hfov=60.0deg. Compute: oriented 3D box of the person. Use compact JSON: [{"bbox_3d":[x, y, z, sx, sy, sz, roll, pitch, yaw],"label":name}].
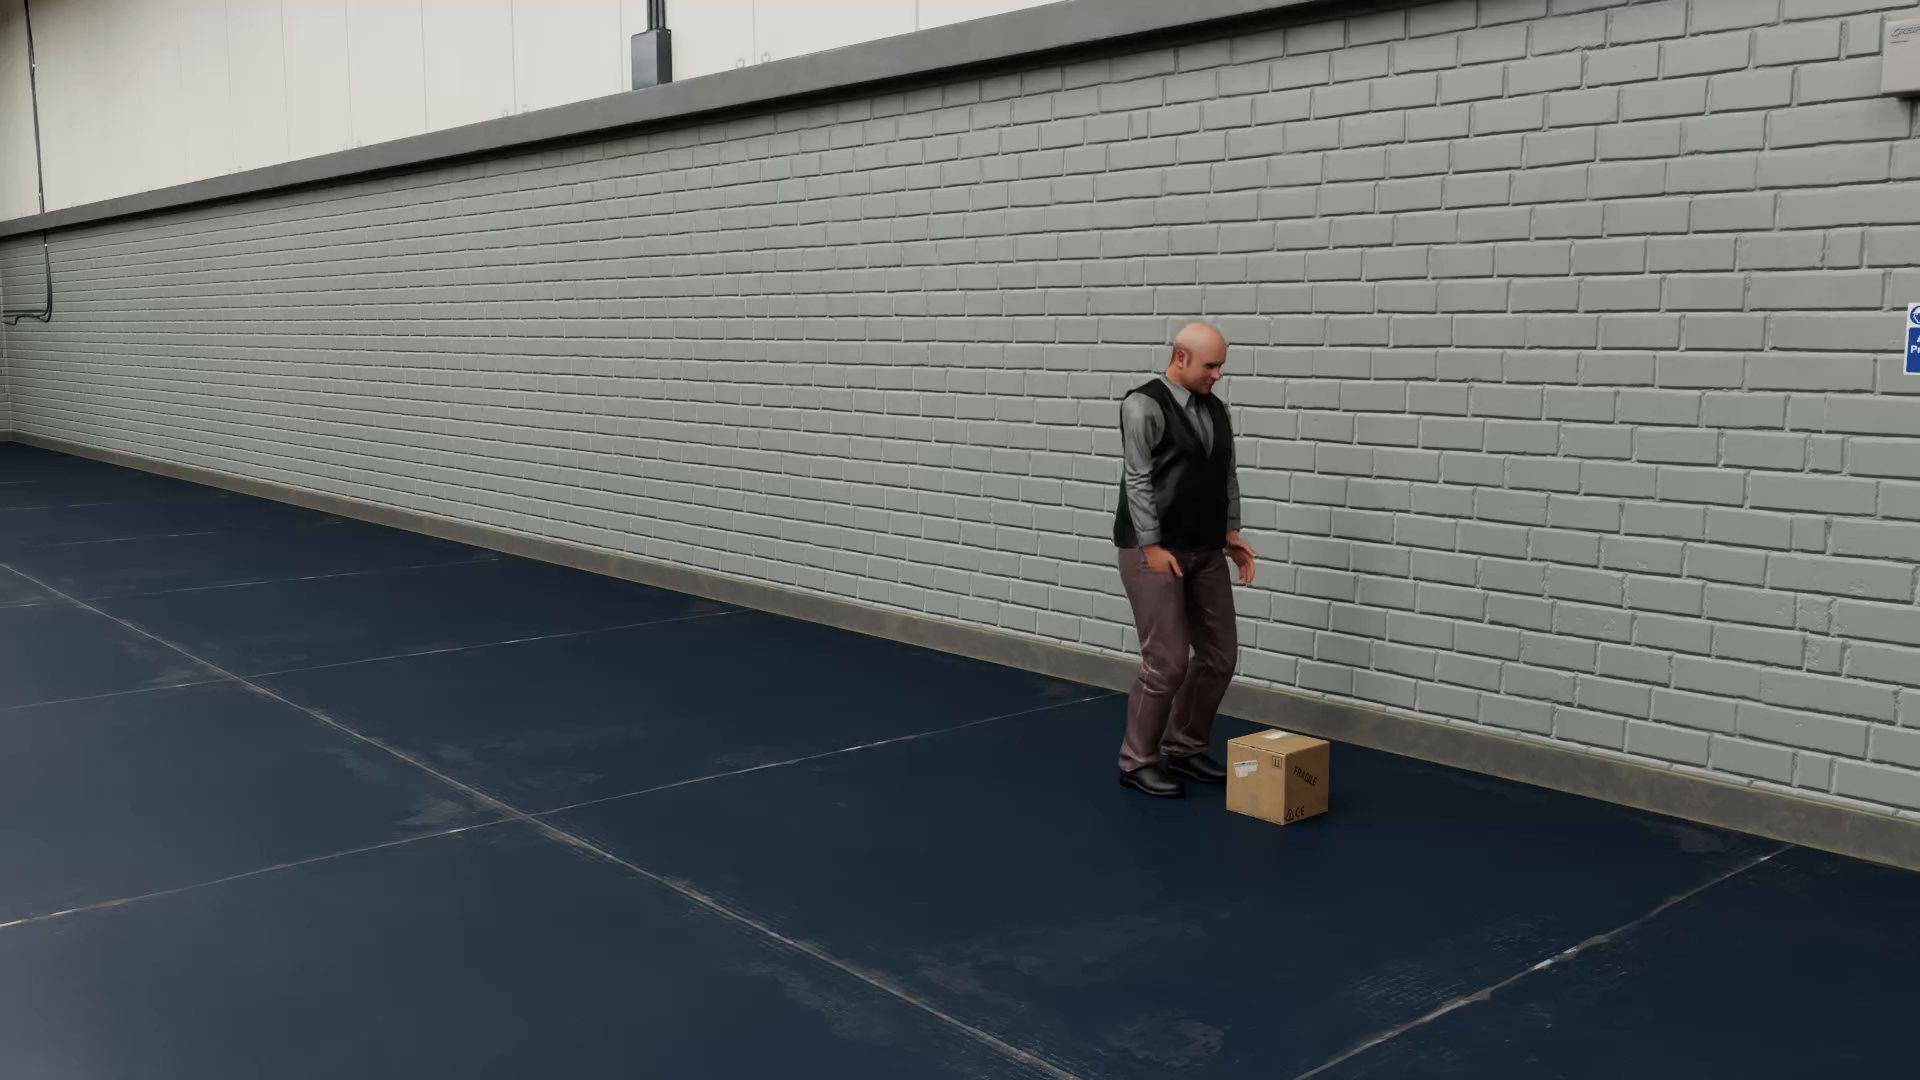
[{"bbox_3d":[0.805,0.059,6.071,0.549,1.692,0.390,-6,10,-39],"label":"person"}]
